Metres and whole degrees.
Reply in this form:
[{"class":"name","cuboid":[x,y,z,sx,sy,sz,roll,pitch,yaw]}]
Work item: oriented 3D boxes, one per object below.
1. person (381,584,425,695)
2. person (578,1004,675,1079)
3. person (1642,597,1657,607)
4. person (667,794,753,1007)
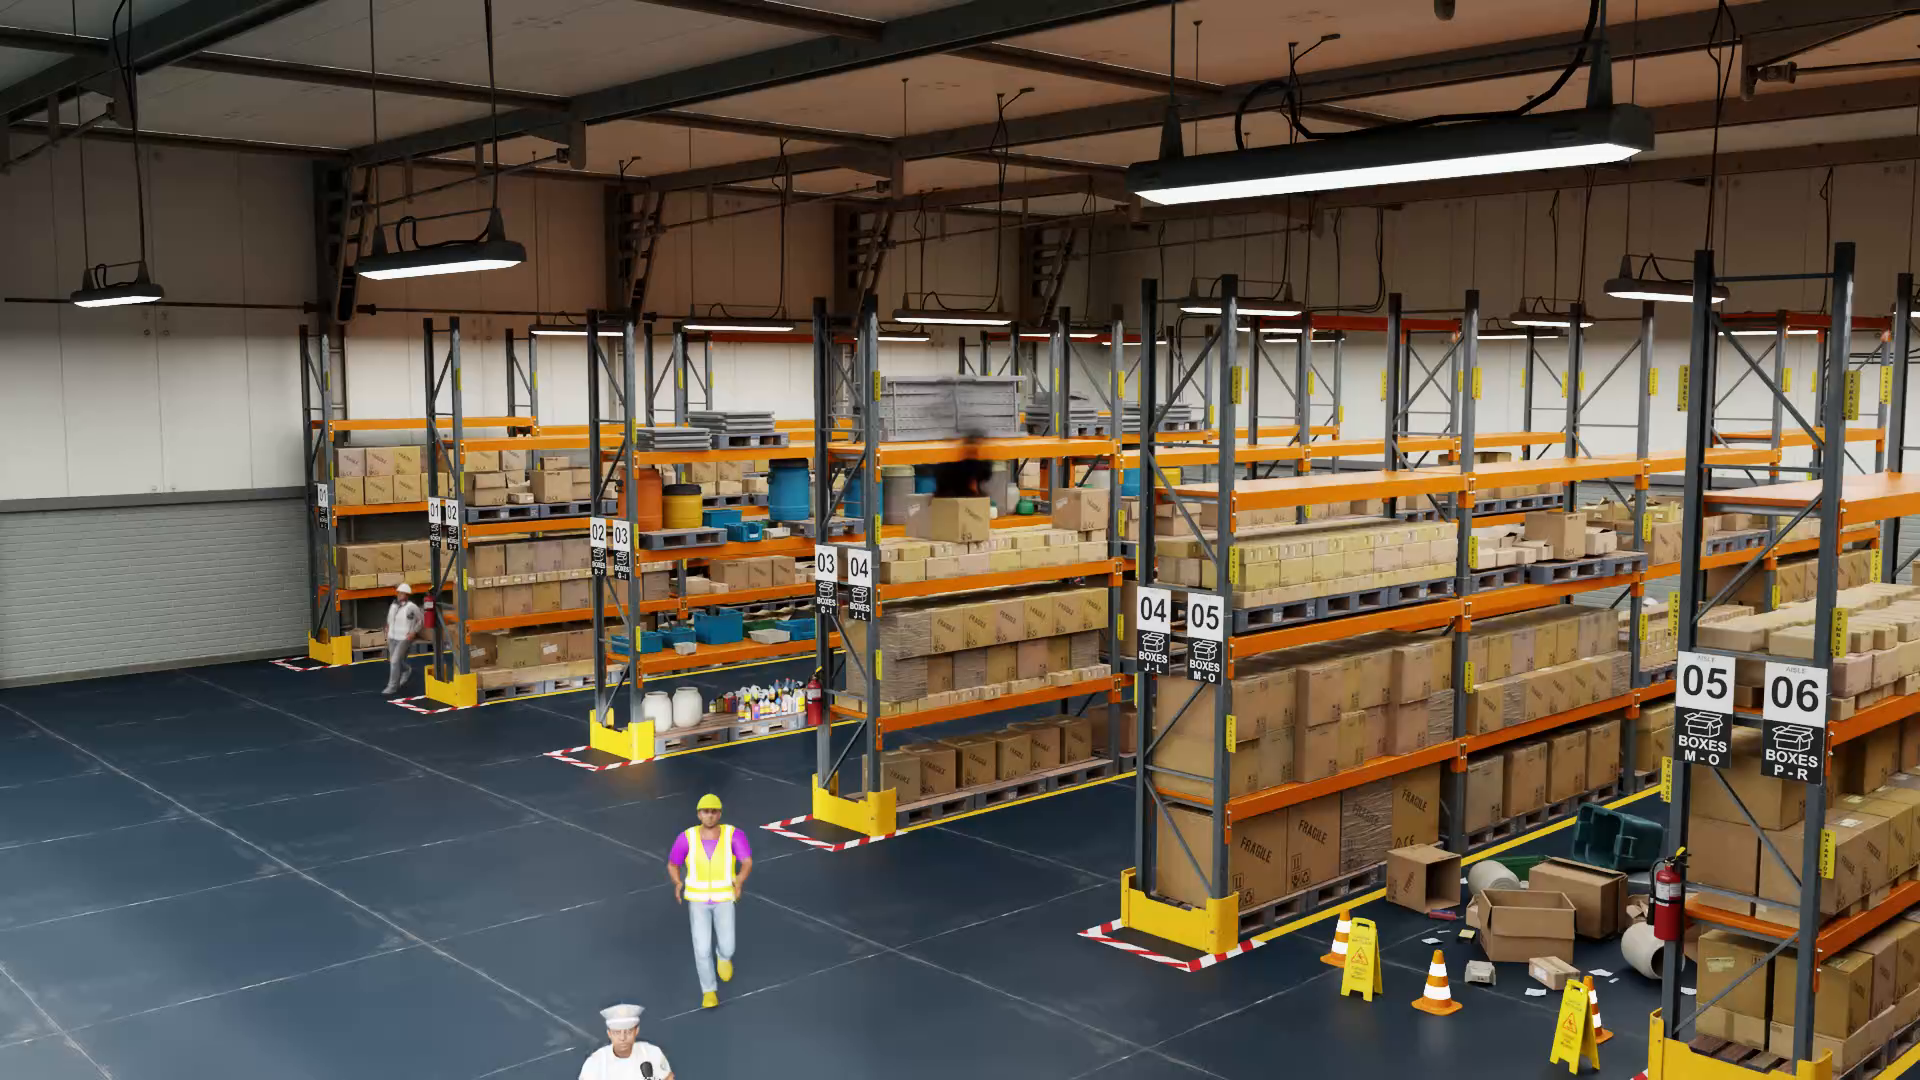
[{"class":"person","cuboid":[-8.992,1.577,26.883,0.693,1.758,0.825,2,6,22]},{"class":"person","cuboid":[-1.875,3.394,9.326,0.579,1.692,0.851,-1,6,-14]},{"class":"person","cuboid":[10.430,1.735,25.330,0.683,1.726,0.633,5,8,40]},{"class":"person","cuboid":[-2.054,2.931,13.682,0.700,1.719,0.625,-1,6,-8]}]
